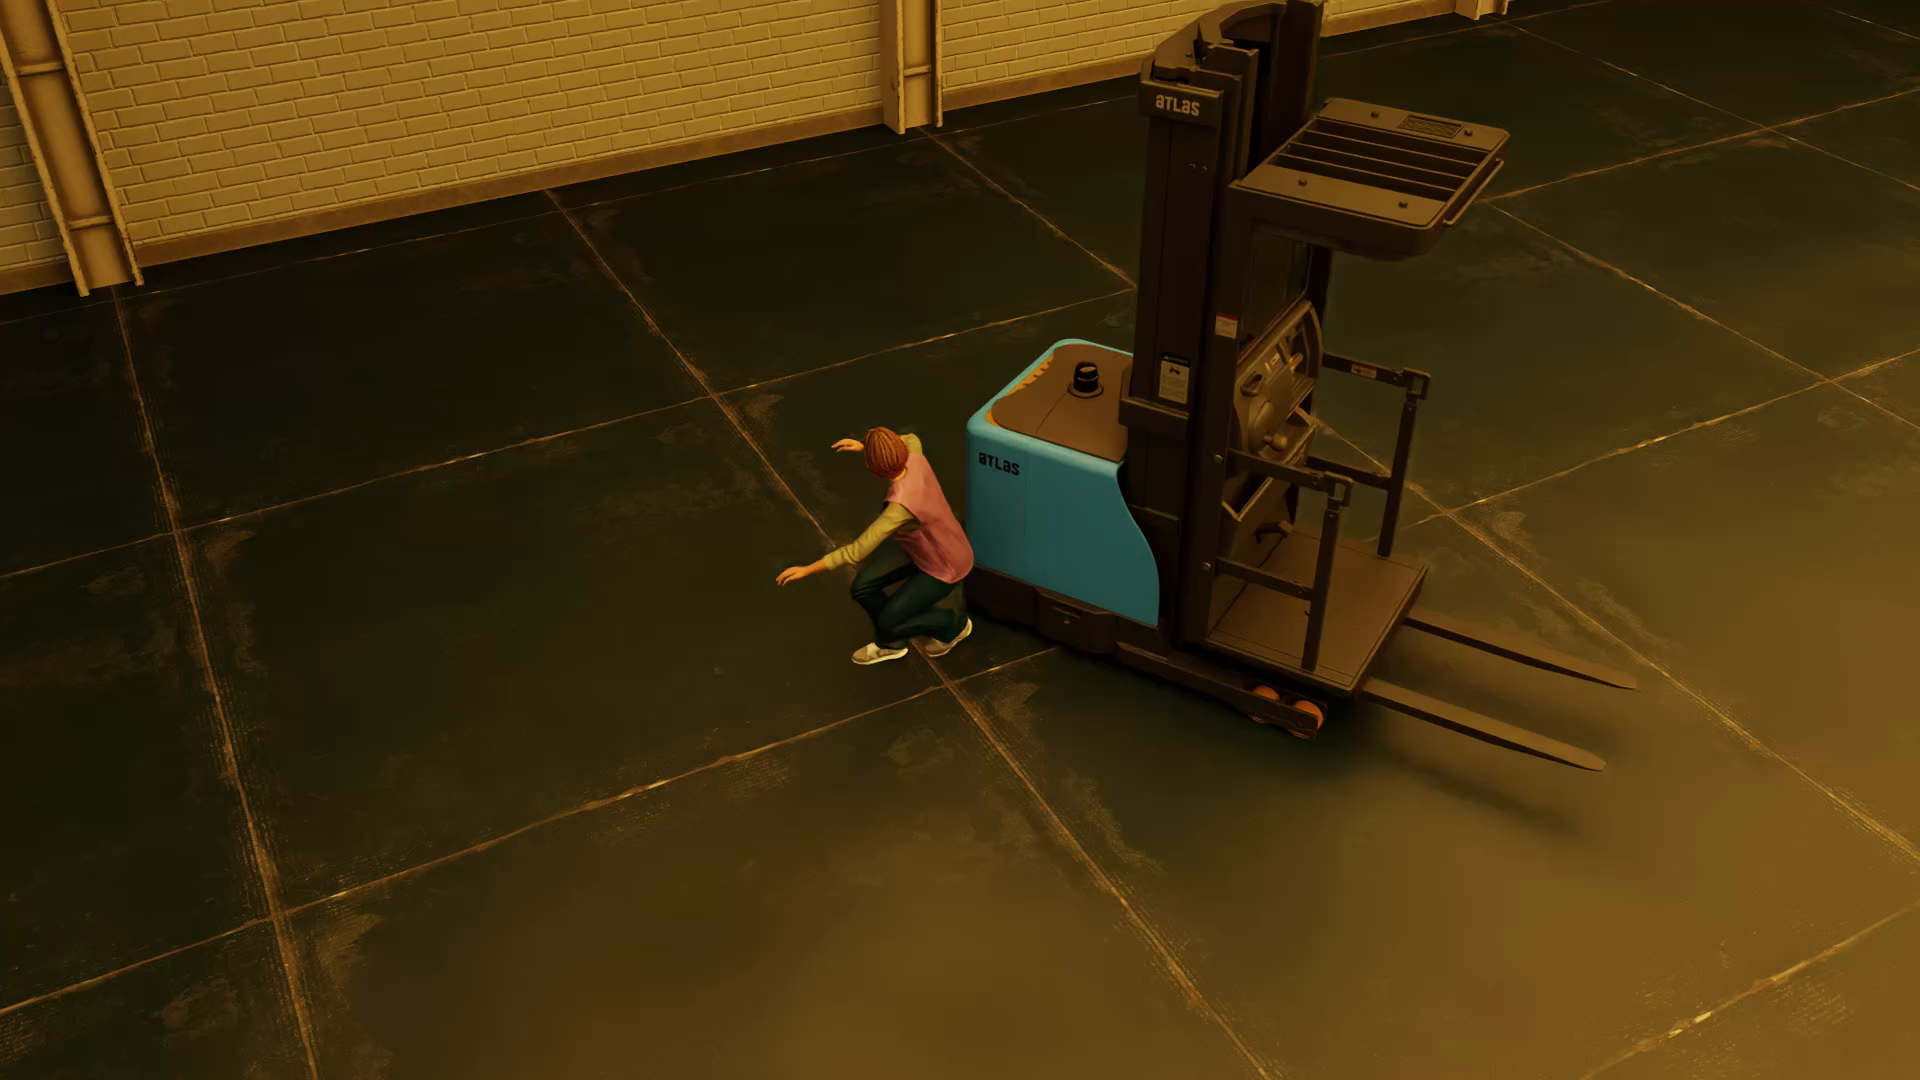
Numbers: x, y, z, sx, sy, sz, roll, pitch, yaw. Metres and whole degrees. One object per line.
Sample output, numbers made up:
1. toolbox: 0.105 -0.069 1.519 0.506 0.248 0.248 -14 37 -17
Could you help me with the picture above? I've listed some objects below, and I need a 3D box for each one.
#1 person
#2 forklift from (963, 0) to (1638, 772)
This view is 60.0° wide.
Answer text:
1. person: -0.400 0.058 7.438 0.922 1.337 0.652 -9 36 -13
2. forklift: 1.543 -0.667 7.066 3.031 2.935 1.130 19 39 25
